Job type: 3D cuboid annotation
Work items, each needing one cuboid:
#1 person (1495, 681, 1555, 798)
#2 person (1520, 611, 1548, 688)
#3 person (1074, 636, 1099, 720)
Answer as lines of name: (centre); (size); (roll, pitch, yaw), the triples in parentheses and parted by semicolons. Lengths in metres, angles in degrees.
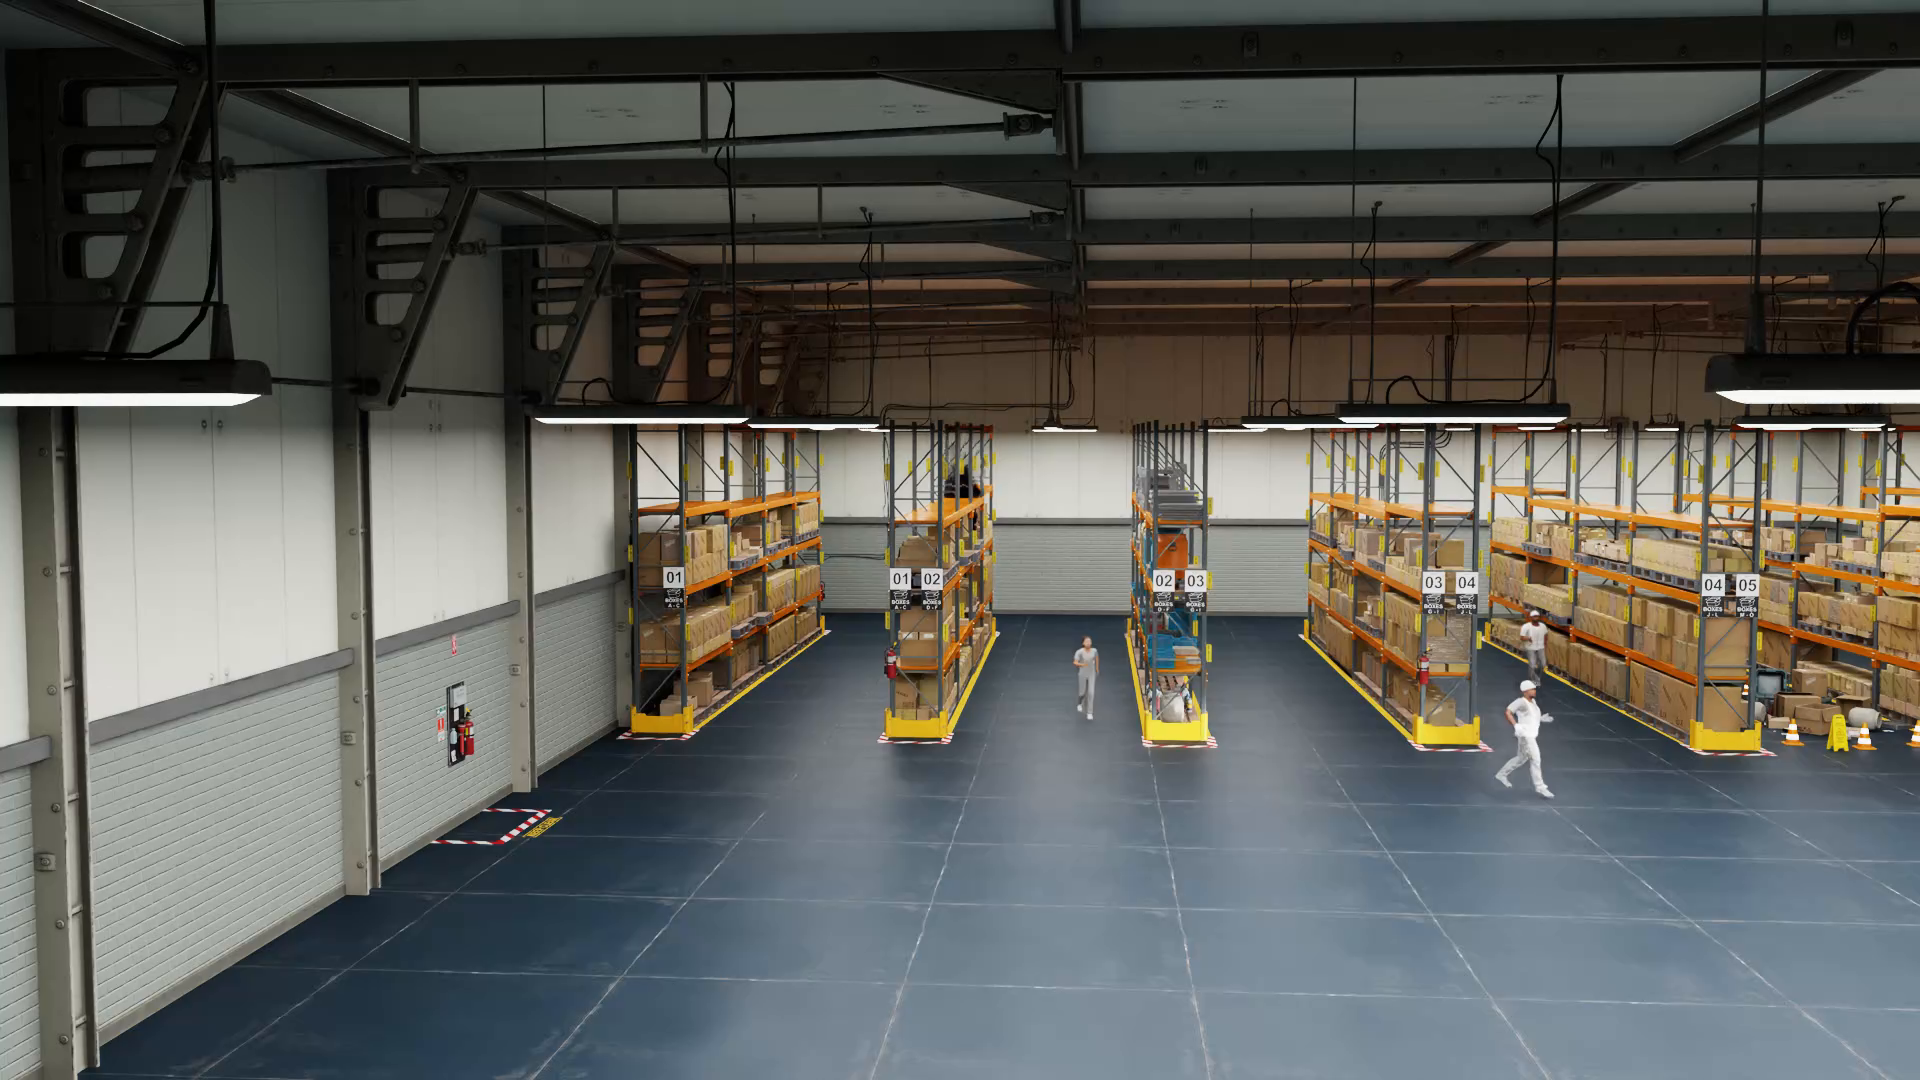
person: (9.010, 3.140, 26.472); (0.948, 1.815, 0.674); (2, 4, 30)
person: (13.008, 2.473, 37.539); (0.680, 1.750, 0.626); (0, 4, 1)
person: (2.553, 2.747, 33.576); (0.566, 1.650, 0.922); (-1, 4, -10)
